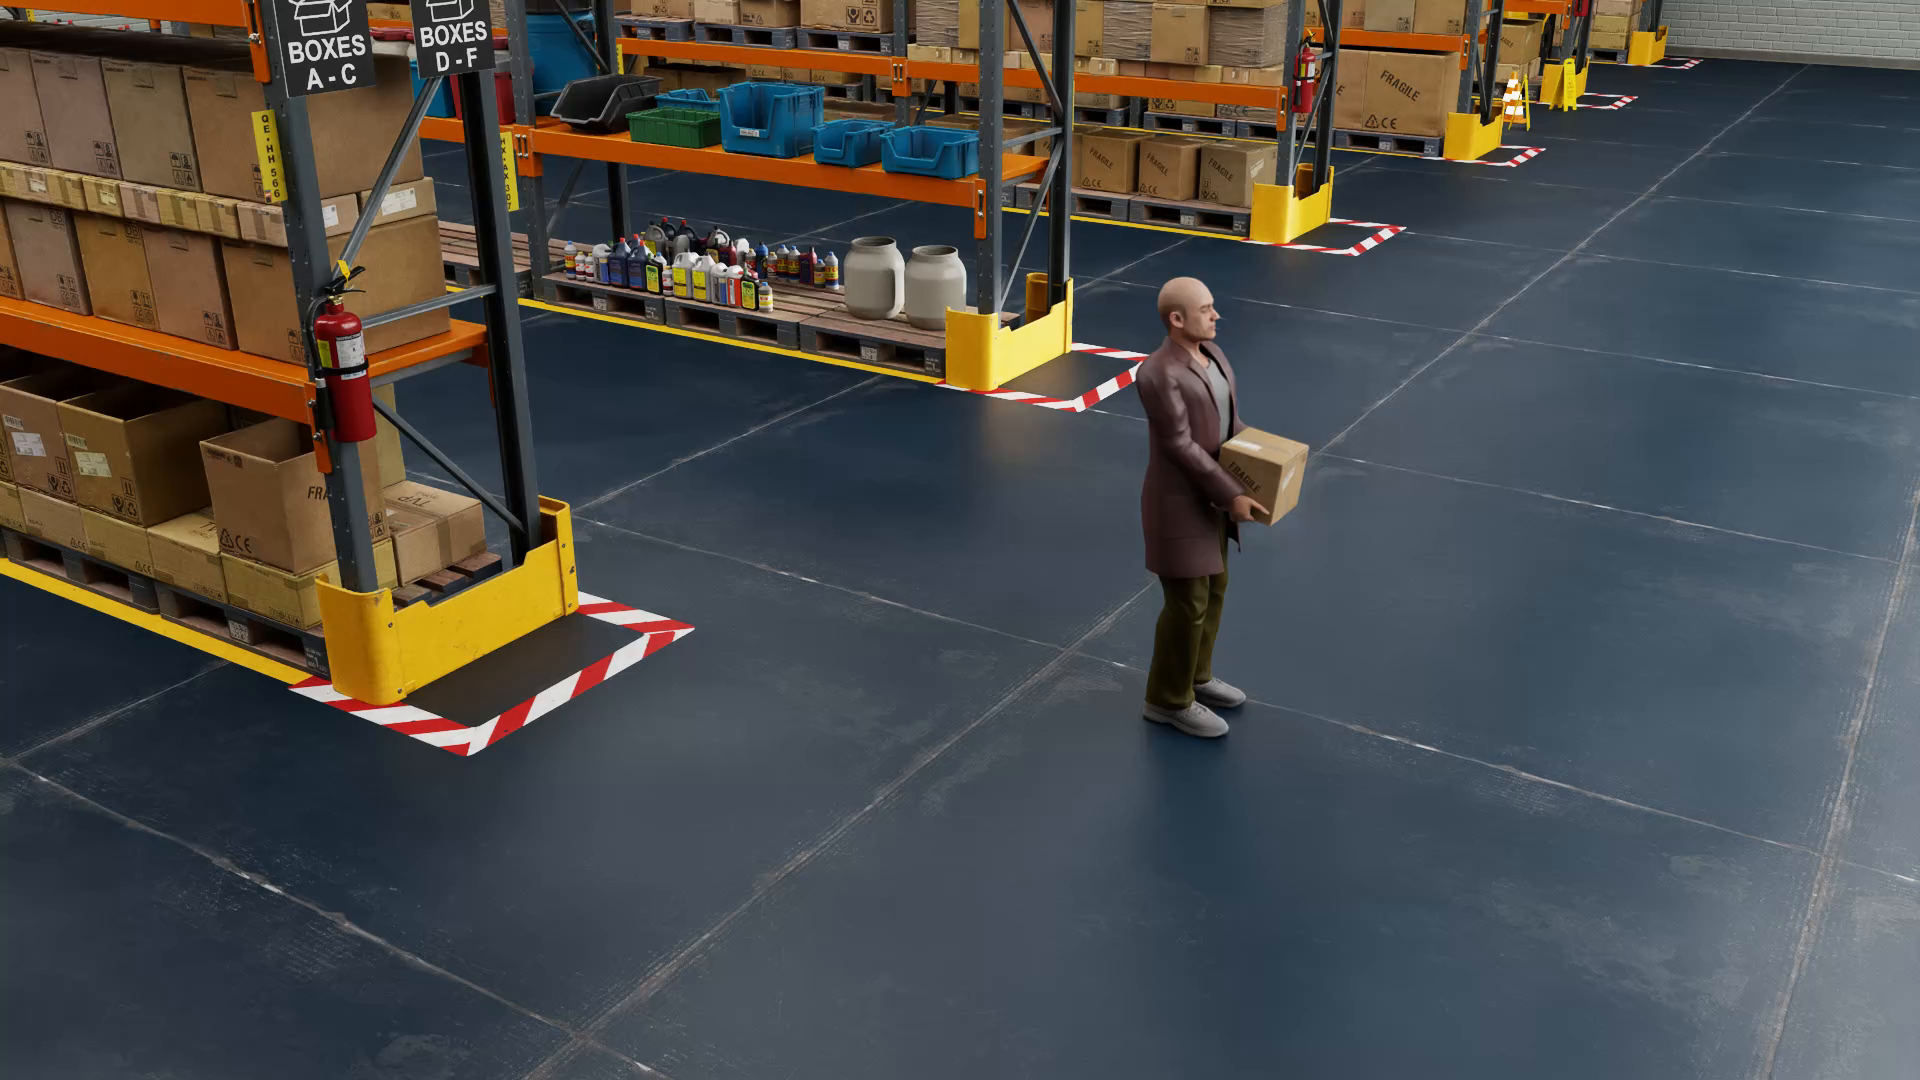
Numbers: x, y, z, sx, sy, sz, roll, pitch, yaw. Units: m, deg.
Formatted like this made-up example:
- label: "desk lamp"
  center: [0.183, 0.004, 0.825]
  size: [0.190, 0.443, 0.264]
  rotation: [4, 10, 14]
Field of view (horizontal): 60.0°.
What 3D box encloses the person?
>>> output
- label: "person"
  center: [0.974, -0.113, 6.390]
  size: [0.563, 1.770, 0.528]
  rotation: [14, 27, 30]
